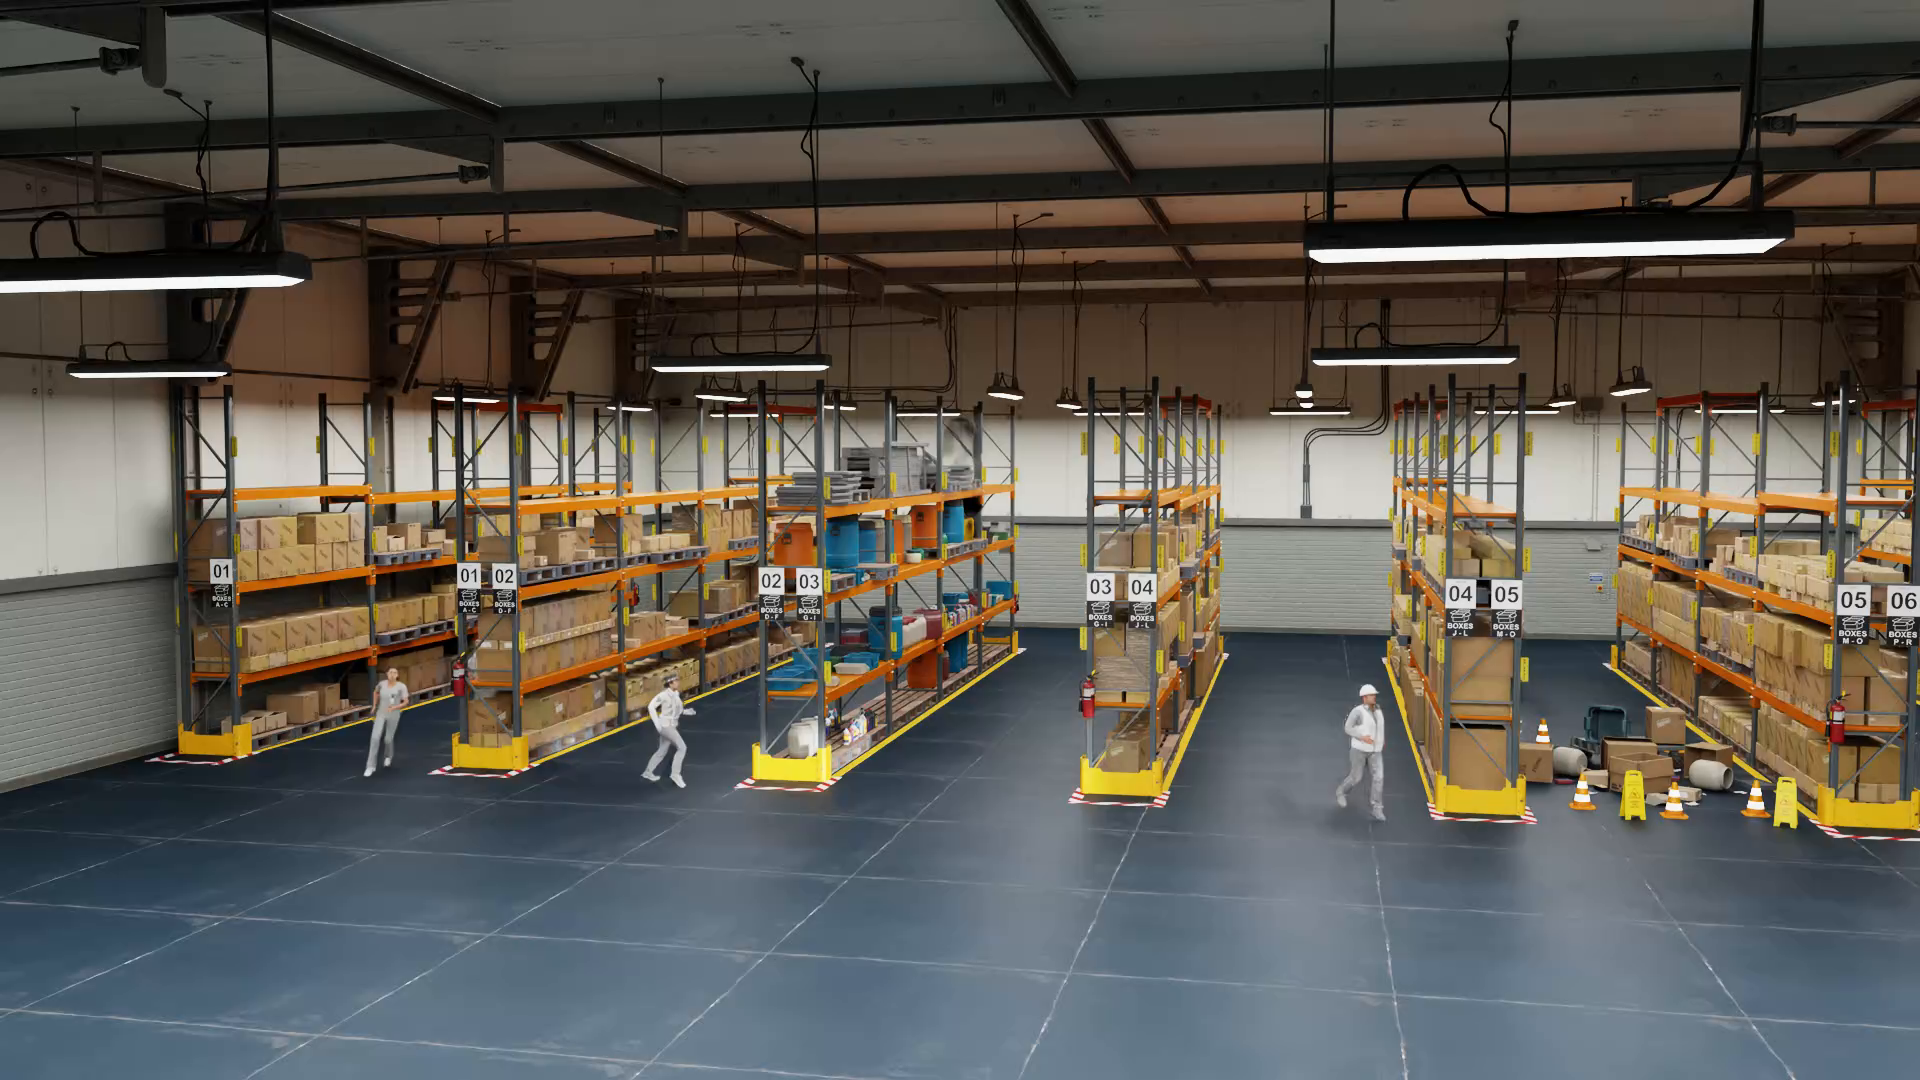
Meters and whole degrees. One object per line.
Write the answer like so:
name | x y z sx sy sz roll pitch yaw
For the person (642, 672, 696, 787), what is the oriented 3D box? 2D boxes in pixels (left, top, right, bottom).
person | -4.326 2.799 24.616 0.806 1.710 0.605 0 3 9

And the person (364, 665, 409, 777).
person | -8.758 2.726 25.530 0.605 1.644 0.947 0 3 -6

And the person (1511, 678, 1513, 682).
person | 11.566 2.134 35.222 0.671 1.783 0.884 1 3 11

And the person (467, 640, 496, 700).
person | -8.287 2.550 28.950 0.653 1.702 0.753 1 3 11

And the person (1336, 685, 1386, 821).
person | 5.529 2.846 22.546 0.699 1.773 0.976 -1 3 -22
